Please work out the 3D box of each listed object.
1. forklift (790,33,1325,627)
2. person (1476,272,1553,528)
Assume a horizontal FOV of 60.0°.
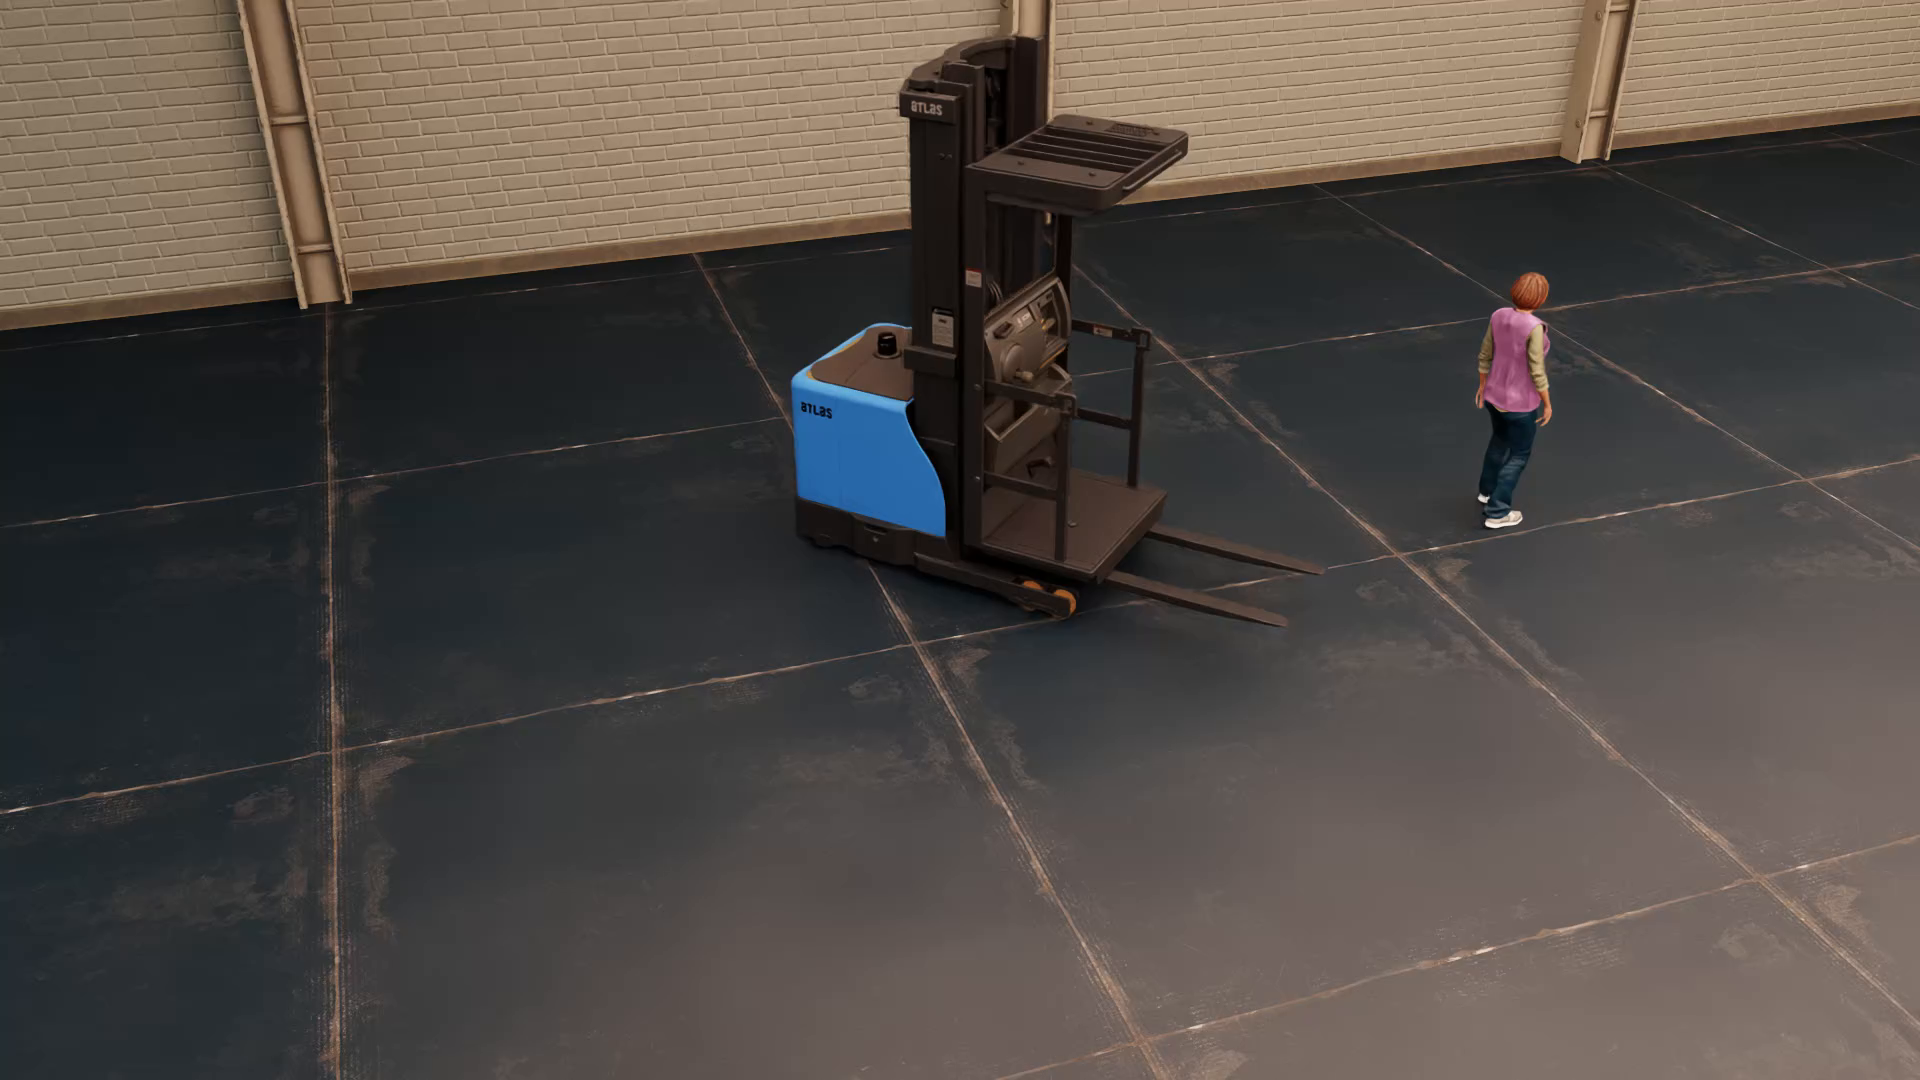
[{"bbox_3d":[0.554,-1.130,9.050,3.031,2.935,1.130,15,33,25],"label":"forklift"},{"bbox_3d":[3.337,-0.832,9.917,0.439,1.623,0.494,-14,33,-23],"label":"person"}]
